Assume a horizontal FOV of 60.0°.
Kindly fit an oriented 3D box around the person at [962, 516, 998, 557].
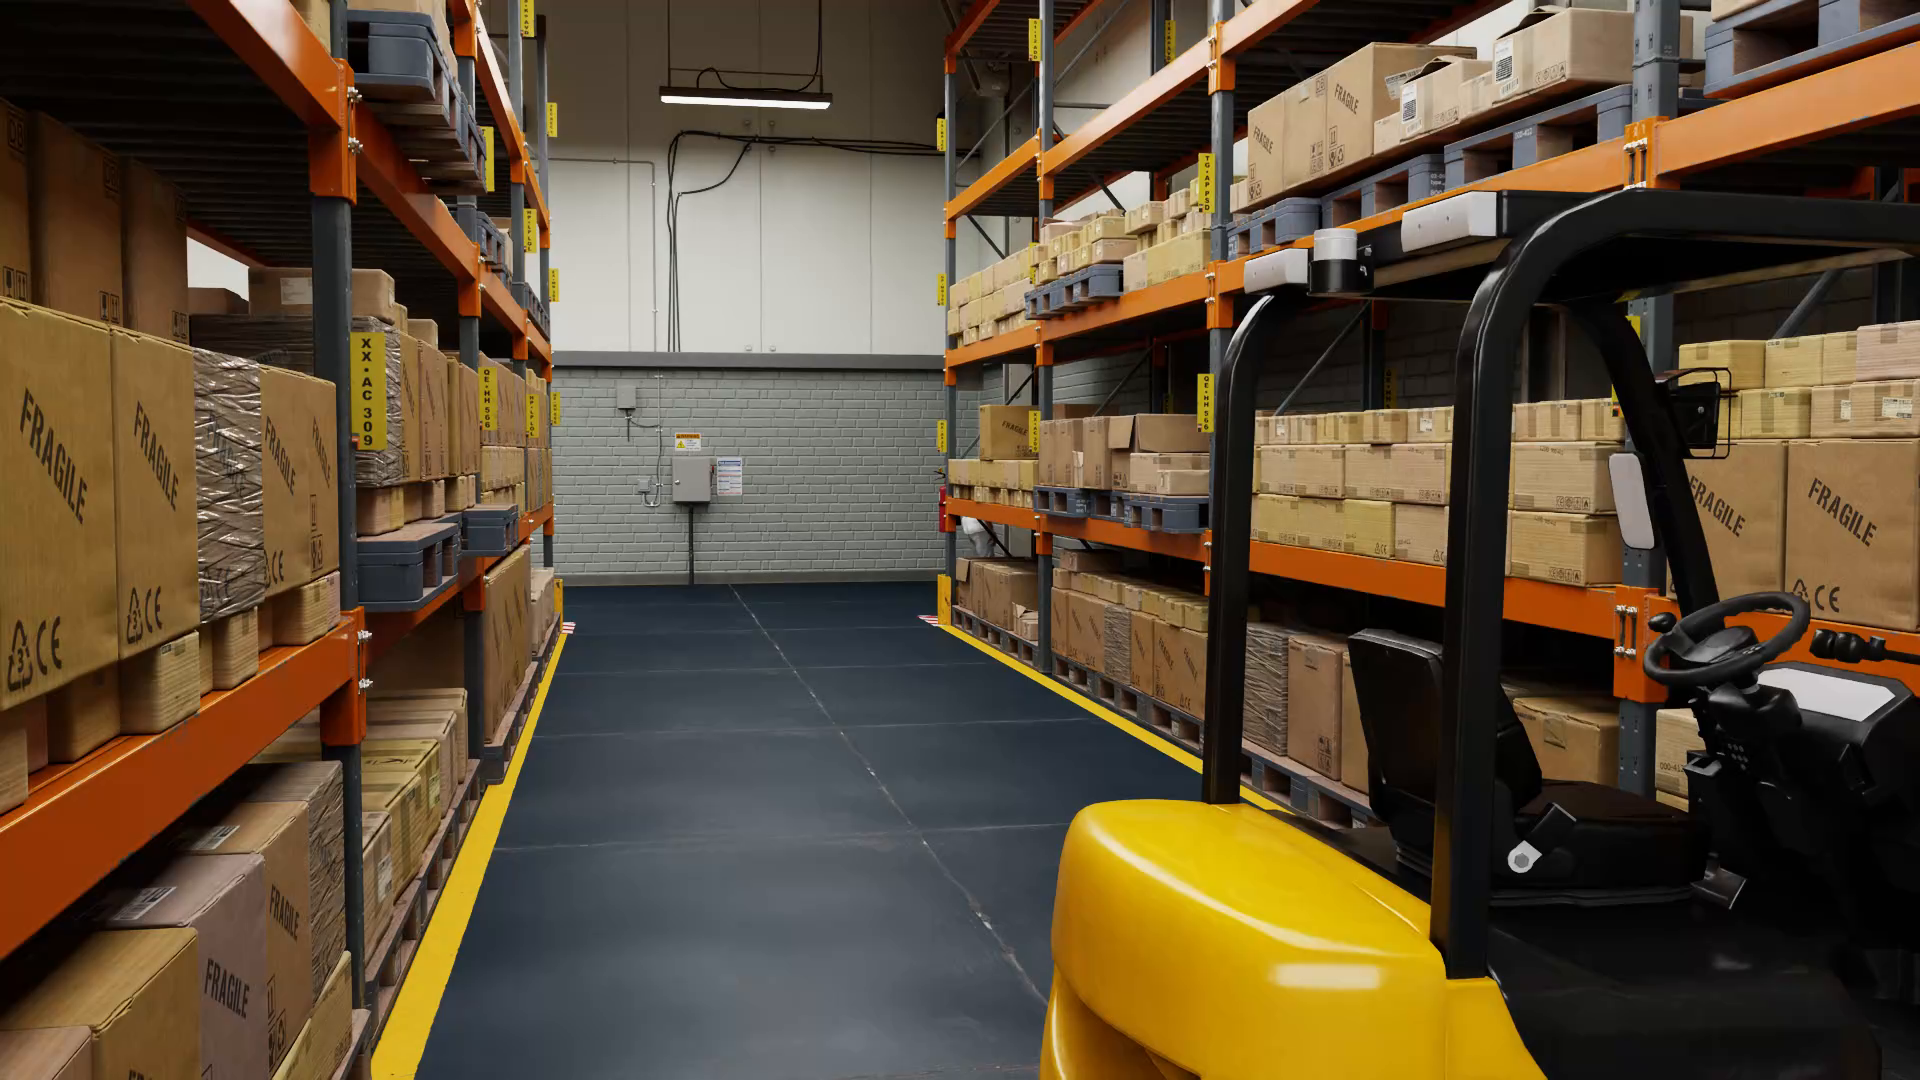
[{"bbox_3d":[0.273,-0.100,18.835,0.459,1.761,0.638,-1,3,-13],"label":"person"}]
